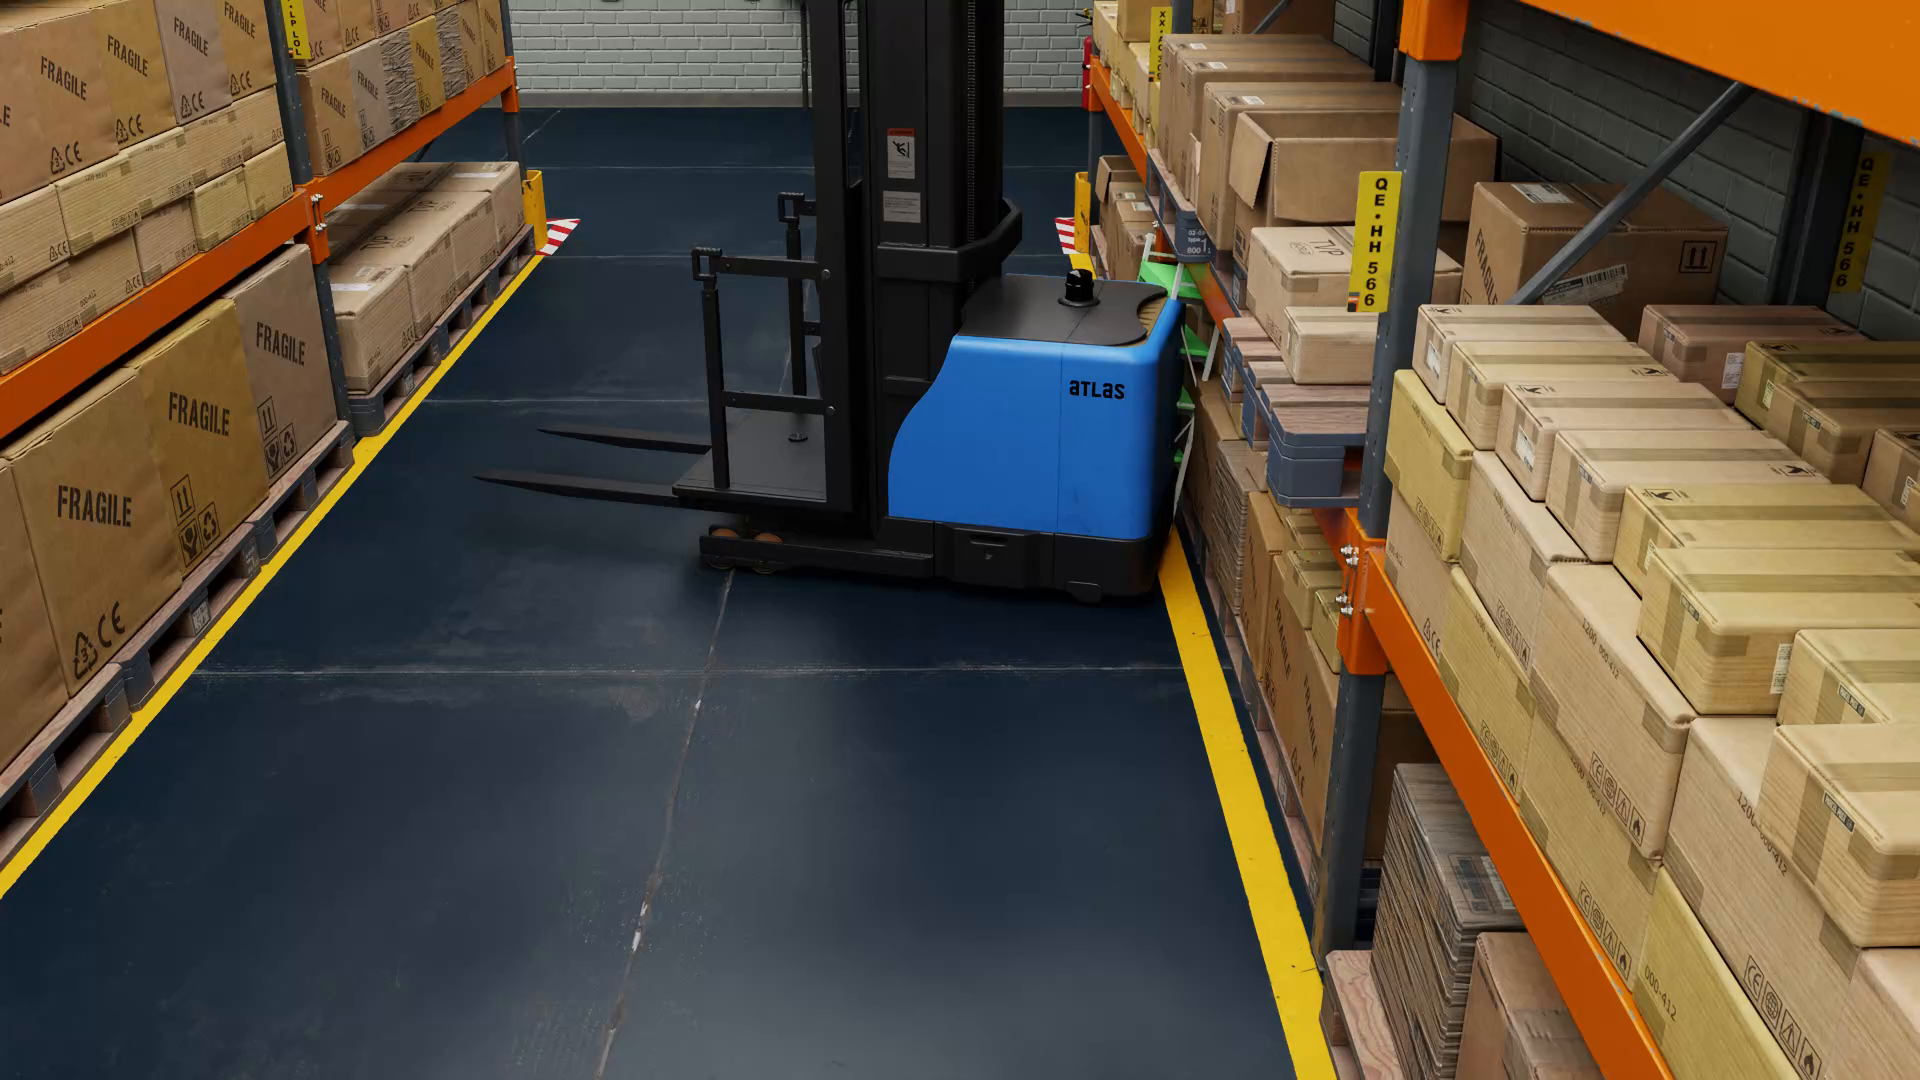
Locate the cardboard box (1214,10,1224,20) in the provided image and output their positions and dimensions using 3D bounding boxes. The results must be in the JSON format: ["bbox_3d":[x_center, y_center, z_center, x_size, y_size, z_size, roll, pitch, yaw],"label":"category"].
[{"bbox_3d":[1.679,-3.156,10.409,0.500,0.250,0.500,0,24,0],"label":"cardboard box"}]

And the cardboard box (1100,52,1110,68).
[{"bbox_3d":[1.134,-3.239,11.075,0.380,0.149,0.250,0,24,-1],"label":"cardboard box"}]

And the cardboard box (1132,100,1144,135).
[{"bbox_3d":[1.134,-2.285,8.967,0.380,0.149,0.250,-1,24,-1],"label":"cardboard box"}]

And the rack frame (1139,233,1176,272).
[{"bbox_3d":[0.830,-0.776,7.477,0.240,1.200,0.015,6,23,-12],"label":"rack frame"}]

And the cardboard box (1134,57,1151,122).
[{"bbox_3d":[1.179,-2.324,8.569,0.500,0.250,0.500,0,24,0],"label":"cardboard box"}]

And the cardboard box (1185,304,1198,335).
[{"bbox_3d":[1.186,-1.040,7.647,0.380,0.149,0.250,1,24,2],"label":"cardboard box"}]

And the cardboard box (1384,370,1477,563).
[{"bbox_3d":[1.227,-0.169,3.558,0.500,0.250,0.500,0,24,-1],"label":"cardboard box"}]

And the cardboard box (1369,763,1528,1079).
[{"bbox_3d":[1.485,0.955,3.872,0.875,0.625,0.625,1,24,1],"label":"cardboard box"}]

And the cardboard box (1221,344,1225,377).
[{"bbox_3d":[1.297,-0.708,6.912,0.380,0.149,0.250,-1,24,-1],"label":"cardboard box"}]

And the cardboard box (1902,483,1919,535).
[{"bbox_3d":[1.752,0.022,2.653,0.380,0.149,0.250,0,24,-1],"label":"cardboard box"}]

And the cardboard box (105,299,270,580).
[{"bbox_3d":[-3.411,-0.414,6.593,0.875,0.875,0.875,0,24,1],"label":"cardboard box"}]

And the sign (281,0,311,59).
[{"bbox_3d":[-2.973,-2.316,7.421,0.100,0.325,0.005,0,24,-1],"label":"sign"}]

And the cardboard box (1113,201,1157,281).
[{"bbox_3d":[1.193,-1.719,9.934,0.500,0.500,0.500,0,24,0],"label":"cardboard box"}]

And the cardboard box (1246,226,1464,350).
[{"bbox_3d":[1.157,-0.749,4.940,0.500,0.250,0.500,-1,24,-3],"label":"cardboard box"}]

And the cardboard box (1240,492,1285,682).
[{"bbox_3d":[1.269,0.159,5.782,0.500,0.500,0.500,1,24,2],"label":"cardboard box"}]

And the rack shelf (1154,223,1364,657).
[{"bbox_3d":[1.470,-0.690,6.008,1.077,0.370,4.000,0,24,-1],"label":"rack shelf"}]

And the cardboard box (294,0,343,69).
[{"bbox_3d":[-3.278,-2.516,7.838,0.500,0.500,0.500,0,24,0],"label":"cardboard box"}]

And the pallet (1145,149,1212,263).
[{"bbox_3d":[1.348,-1.424,6.992,1.003,0.211,1.213,0,24,-1],"label":"pallet"}]

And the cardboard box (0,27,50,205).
[{"bbox_3d":[-3.238,-1.292,5.133,0.500,0.500,0.500,0,24,1],"label":"cardboard box"}]

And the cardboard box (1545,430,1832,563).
[{"bbox_3d":[1.249,-0.078,2.874,0.380,0.149,0.250,0,24,0],"label":"cardboard box"}]

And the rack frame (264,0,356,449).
[{"bbox_3d":[-3.515,-1.818,7.629,1.000,3.000,0.127,0,24,-1],"label":"rack frame"}]

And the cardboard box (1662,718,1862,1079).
[{"bbox_3d":[1.275,0.464,2.160,0.500,0.250,0.500,0,24,0],"label":"cardboard box"}]

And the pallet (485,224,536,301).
[{"bbox_3d":[-3.472,-1.866,11.120,1.003,0.211,1.213,0,24,-1],"label":"pallet"}]

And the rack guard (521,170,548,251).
[{"bbox_3d":[-3.559,-2.337,11.810,1.175,0.500,0.348,0,24,-1],"label":"rack guard"}]

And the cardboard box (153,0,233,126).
[{"bbox_3d":[-3.246,-1.923,6.526,0.500,0.500,0.500,0,24,0],"label":"cardboard box"}]

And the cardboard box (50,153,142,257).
[{"bbox_3d":[-3.220,-1.166,5.764,0.500,0.250,0.500,0,24,0],"label":"cardboard box"}]

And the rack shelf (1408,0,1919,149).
[{"bbox_3d":[1.514,-0.408,1.745,1.077,0.370,4.000,0,24,-1],"label":"rack shelf"}]

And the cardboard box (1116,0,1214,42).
[{"bbox_3d":[1.157,-3.092,9.358,0.500,0.500,0.500,0,24,1],"label":"cardboard box"}]

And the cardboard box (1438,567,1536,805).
[{"bbox_3d":[1.253,0.266,3.203,0.500,0.250,0.500,-1,24,-2],"label":"cardboard box"}]

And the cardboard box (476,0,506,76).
[{"bbox_3d":[-3.289,-3.314,10.816,0.500,0.500,0.500,0,24,0],"label":"cardboard box"}]

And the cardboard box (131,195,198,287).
[{"bbox_3d":[-3.267,-1.148,6.330,0.500,0.250,0.500,-1,24,-2],"label":"cardboard box"}]

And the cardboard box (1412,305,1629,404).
[{"bbox_3d":[1.201,-0.402,3.590,0.380,0.149,0.250,0,24,1],"label":"cardboard box"}]

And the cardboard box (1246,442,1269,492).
[{"bbox_3d":[1.247,-0.290,5.988,0.380,0.149,0.250,-1,24,-3],"label":"cardboard box"}]

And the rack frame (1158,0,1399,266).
[{"bbox_3d":[1.448,-1.841,7.682,1.000,3.000,0.127,0,24,-1],"label":"rack frame"}]

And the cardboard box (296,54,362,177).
[{"bbox_3d":[-3.258,-2.058,8.038,0.500,0.500,0.500,1,24,1],"label":"cardboard box"}]

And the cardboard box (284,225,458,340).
[{"bbox_3d":[-3.425,-1.470,9.459,0.875,0.438,0.875,-1,24,-2],"label":"cardboard box"}]

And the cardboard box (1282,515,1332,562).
[{"bbox_3d":[1.241,0.035,5.268,0.380,0.149,0.250,-1,24,-2],"label":"cardboard box"}]

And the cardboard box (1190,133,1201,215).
[{"bbox_3d":[1.080,-1.397,6.353,0.396,0.266,0.258,1,24,2],"label":"cardboard box"}]

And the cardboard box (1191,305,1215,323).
[{"bbox_3d":[1.237,-1.069,7.349,0.380,0.149,0.250,-1,24,-3],"label":"cardboard box"}]

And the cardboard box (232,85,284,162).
[{"bbox_3d":[-3.267,-1.796,7.157,0.500,0.250,0.500,0,24,-1],"label":"cardboard box"}]

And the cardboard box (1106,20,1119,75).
[{"bbox_3d":[1.155,-2.952,9.958,0.500,0.250,0.500,-1,24,-2],"label":"cardboard box"}]

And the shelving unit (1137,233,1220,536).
[{"bbox_3d":[0.868,-0.675,7.258,0.258,1.200,0.503,6,23,-12],"label":"shelving unit"}]

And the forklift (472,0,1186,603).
[{"bbox_3d":[-0.604,-1.398,6.783,3.031,2.935,1.130,6,25,13],"label":"forklift"}]

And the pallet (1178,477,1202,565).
[{"bbox_3d":[1.495,-0.236,7.516,1.003,0.211,1.213,0,24,-1],"label":"pallet"}]

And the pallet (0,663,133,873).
[{"bbox_3d":[-3.405,0.776,5.278,1.003,0.211,1.213,0,24,-1],"label":"pallet"}]

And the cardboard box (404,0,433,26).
[{"bbox_3d":[-3.275,-3.143,9.225,0.500,0.500,0.500,0,24,-1],"label":"cardboard box"}]

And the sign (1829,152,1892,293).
[{"bbox_3d":[2.047,-0.725,3.807,0.100,0.325,0.005,0,24,-1],"label":"sign"}]

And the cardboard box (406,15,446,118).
[{"bbox_3d":[-3.264,-2.682,9.419,0.500,0.500,0.500,0,24,1],"label":"cardboard box"}]

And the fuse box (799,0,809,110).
[{"bbox_3d":[-1.541,-5.152,16.564,0.539,1.711,0.414,0,24,-1],"label":"fuse box"}]

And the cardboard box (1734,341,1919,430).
[{"bbox_3d":[1.812,-0.294,3.351,0.380,0.149,0.250,0,24,1],"label":"cardboard box"}]

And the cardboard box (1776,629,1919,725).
[{"bbox_3d":[1.325,0.237,2.178,0.380,0.149,0.250,0,24,-1],"label":"cardboard box"}]

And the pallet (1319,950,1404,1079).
[{"bbox_3d":[1.462,1.417,3.861,1.003,0.211,1.213,0,24,-1],"label":"pallet"}]

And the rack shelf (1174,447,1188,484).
[{"bbox_3d":[0.815,-0.400,7.376,0.258,0.148,0.480,6,23,-12],"label":"rack shelf"}]

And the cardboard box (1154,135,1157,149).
[{"bbox_3d":[1.168,-1.964,8.258,0.380,0.149,0.250,0,24,1],"label":"cardboard box"}]

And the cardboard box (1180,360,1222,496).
[{"bbox_3d":[1.244,-0.474,7.182,0.500,0.500,0.500,-1,24,-1],"label":"cardboard box"}]
